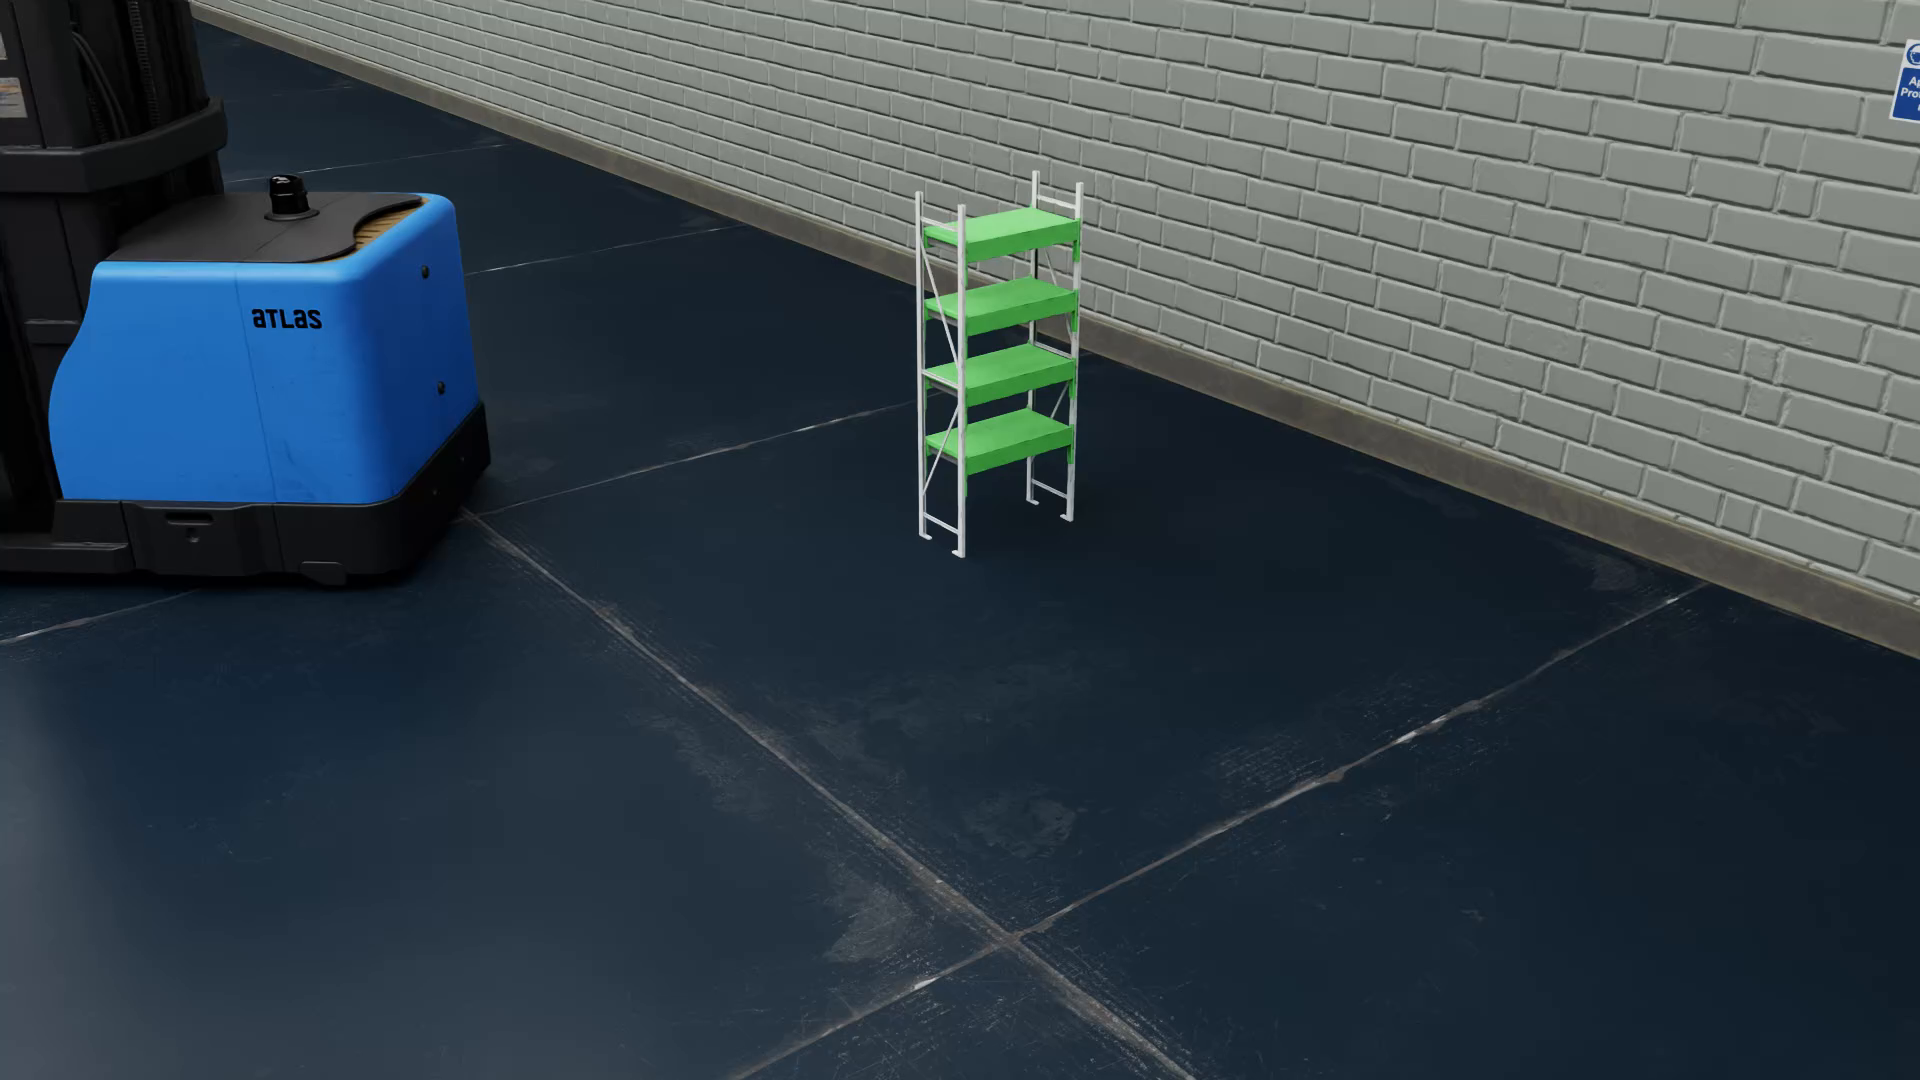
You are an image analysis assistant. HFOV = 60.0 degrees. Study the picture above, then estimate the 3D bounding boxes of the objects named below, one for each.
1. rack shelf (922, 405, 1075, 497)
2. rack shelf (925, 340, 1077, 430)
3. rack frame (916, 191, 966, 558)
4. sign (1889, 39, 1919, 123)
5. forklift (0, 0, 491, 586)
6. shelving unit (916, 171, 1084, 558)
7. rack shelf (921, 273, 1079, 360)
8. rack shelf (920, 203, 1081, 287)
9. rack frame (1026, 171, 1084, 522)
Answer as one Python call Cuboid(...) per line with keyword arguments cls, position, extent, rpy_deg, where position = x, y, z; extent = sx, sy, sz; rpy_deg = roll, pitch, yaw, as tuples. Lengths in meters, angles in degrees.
Cuboid(cls="rack shelf", position=(0.130, -0.312, 5.718), extent=(0.480, 0.148, 0.258), rpy_deg=(-18, 31, -34))
Cuboid(cls="rack shelf", position=(0.130, -0.529, 5.617), extent=(0.480, 0.148, 0.258), rpy_deg=(-18, 31, -34))
Cuboid(cls="rack frame", position=(-0.062, -0.524, 5.453), extent=(0.015, 1.200, 0.240), rpy_deg=(-18, 31, -34))
Cuboid(cls="sign", position=(2.712, -1.228, 4.513), extent=(0.001, 0.218, 0.327), rpy_deg=(-18, 31, -34))
Cuboid(cls="forklift", position=(-3.281, -1.401, 5.287), extent=(3.031, 2.935, 1.130), rpy_deg=(1, 25, 2))
Cuboid(cls="shelving unit", position=(0.130, -0.587, 5.590), extent=(0.503, 1.200, 0.258), rpy_deg=(-18, 31, -34))
Cuboid(cls="rack shelf", position=(0.130, -0.747, 5.516), extent=(0.480, 0.148, 0.258), rpy_deg=(-18, 31, -34))
Cuboid(cls="rack shelf", position=(0.130, -0.965, 5.415), extent=(0.480, 0.148, 0.258), rpy_deg=(-18, 31, -34))
Cuboid(cls="rack frame", position=(0.322, -0.651, 5.727), extent=(0.015, 1.200, 0.240), rpy_deg=(-18, 31, -34))
